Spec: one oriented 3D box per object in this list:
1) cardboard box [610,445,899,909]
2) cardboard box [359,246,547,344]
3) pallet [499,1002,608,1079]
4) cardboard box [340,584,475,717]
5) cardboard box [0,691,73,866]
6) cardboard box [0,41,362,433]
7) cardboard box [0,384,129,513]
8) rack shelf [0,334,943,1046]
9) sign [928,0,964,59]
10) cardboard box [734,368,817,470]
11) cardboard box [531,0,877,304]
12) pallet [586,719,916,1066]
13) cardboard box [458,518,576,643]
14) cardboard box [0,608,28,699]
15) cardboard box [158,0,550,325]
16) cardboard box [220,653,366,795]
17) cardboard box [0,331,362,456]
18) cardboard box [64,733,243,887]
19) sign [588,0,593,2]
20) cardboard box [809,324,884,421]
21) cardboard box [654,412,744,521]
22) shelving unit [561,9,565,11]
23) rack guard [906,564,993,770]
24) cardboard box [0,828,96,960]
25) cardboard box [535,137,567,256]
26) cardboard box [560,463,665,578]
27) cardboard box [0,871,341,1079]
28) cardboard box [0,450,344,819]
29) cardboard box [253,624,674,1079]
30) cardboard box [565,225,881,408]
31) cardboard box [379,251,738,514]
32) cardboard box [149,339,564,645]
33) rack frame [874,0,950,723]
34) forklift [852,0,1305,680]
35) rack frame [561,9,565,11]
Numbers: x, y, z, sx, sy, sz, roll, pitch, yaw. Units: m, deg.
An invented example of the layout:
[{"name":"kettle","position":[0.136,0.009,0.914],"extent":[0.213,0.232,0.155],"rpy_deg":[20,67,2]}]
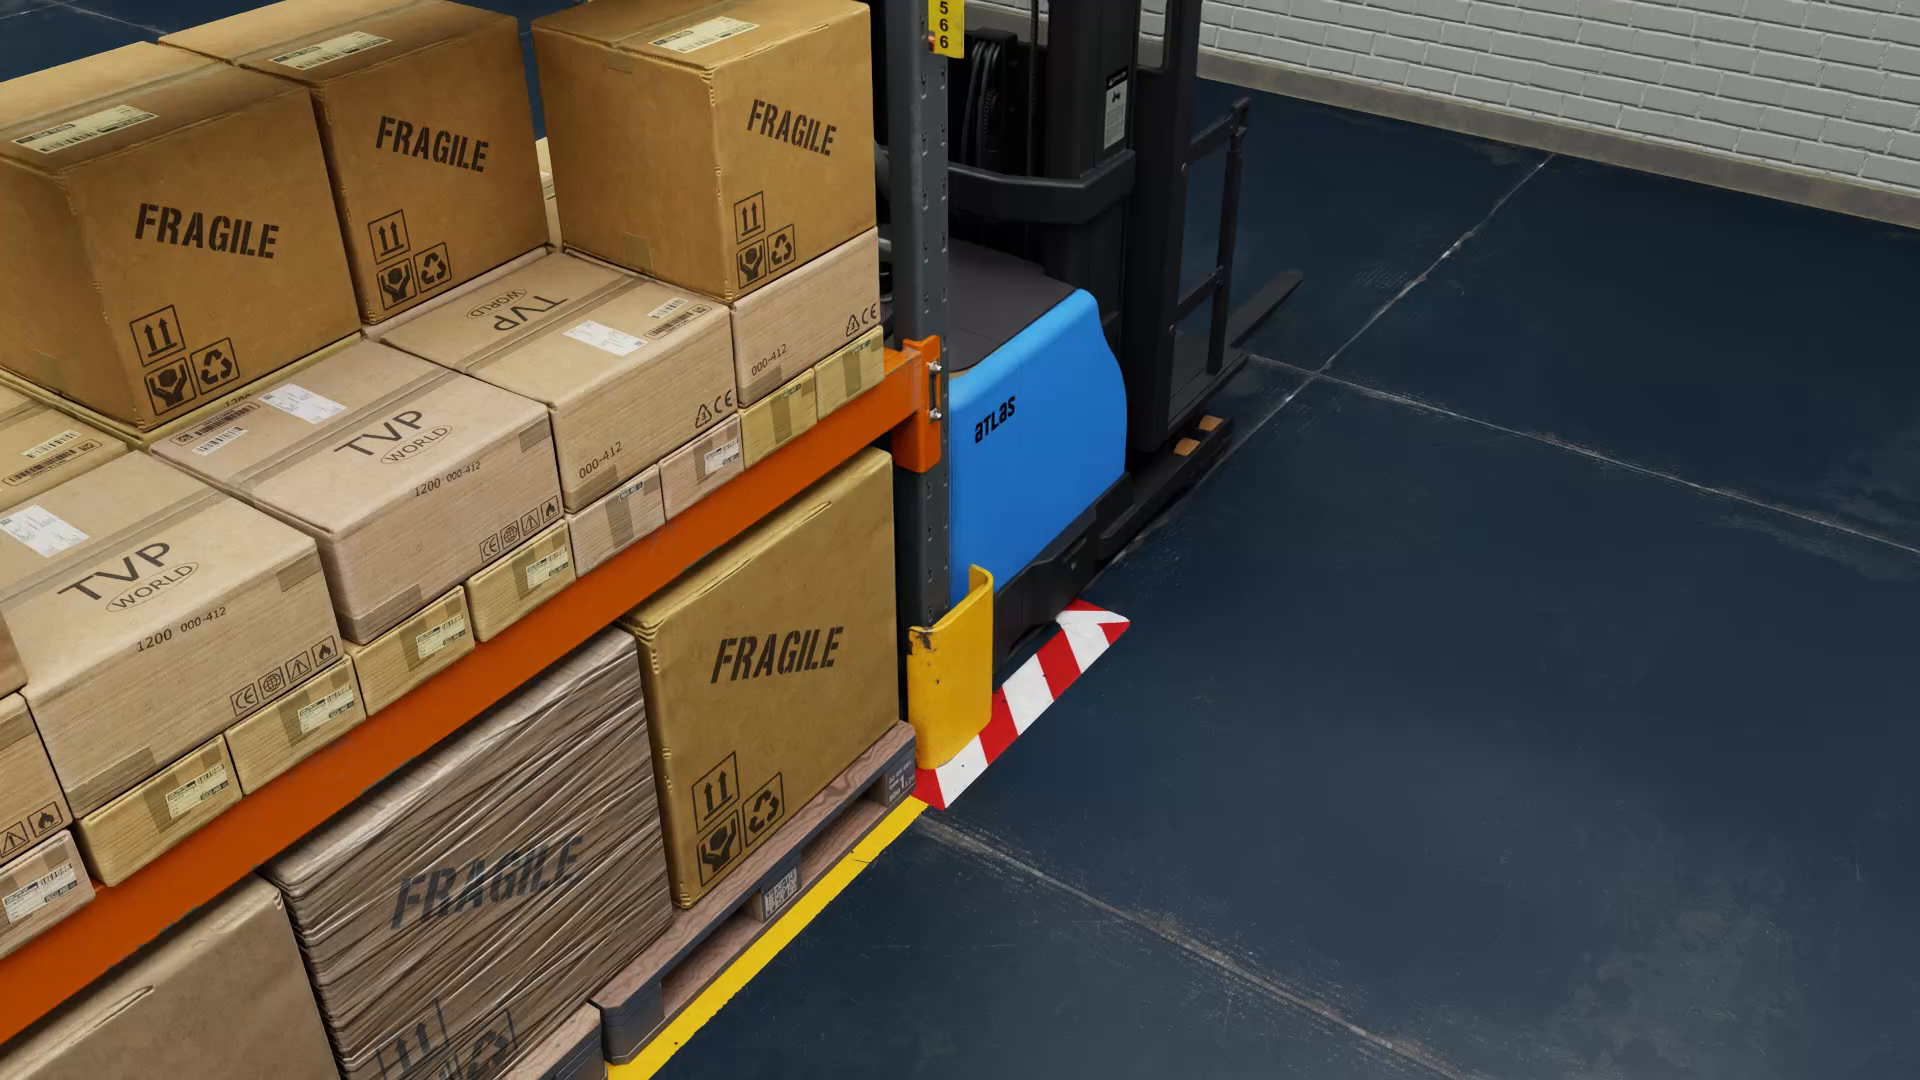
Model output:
[{"name":"cardboard box","position":[-0.771,0.204,4.293],"extent":[0.875,0.875,0.875],"rpy_deg":[21,39,28]},{"name":"cardboard box","position":[-1.258,-0.508,3.692],"extent":[0.500,0.250,0.500],"rpy_deg":[21,39,28]},{"name":"pallet","position":[-1.559,1.285,3.662],"extent":[1.003,0.211,1.213],"rpy_deg":[21,39,28]},{"name":"cardboard box","position":[-1.133,0.140,3.089],"extent":[0.380,0.149,0.250],"rpy_deg":[21,40,28]},{"name":"cardboard box","position":[-1.691,0.357,2.413],"extent":[0.500,0.250,0.500],"rpy_deg":[22,40,29]},{"name":"cardboard box","position":[-1.543,-0.589,3.143],"extent":[0.500,0.500,0.500],"rpy_deg":[20,39,27]},{"name":"cardboard box","position":[-1.841,-0.036,2.994],"extent":[0.500,0.250,0.500],"rpy_deg":[20,39,27]},{"name":"rack shelf","position":[-1.612,0.396,3.129],"extent":[1.077,0.370,4.000],"rpy_deg":[21,39,28]},{"name":"sign","position":[-0.034,-1.221,3.632],"extent":[0.100,0.325,0.005],"rpy_deg":[21,39,28]},{"name":"cardboard box","position":[-0.551,-0.329,3.784],"extent":[0.380,0.149,0.250],"rpy_deg":[22,40,29]},{"name":"cardboard box","position":[-0.533,-0.886,3.582],"extent":[0.500,0.500,0.500],"rpy_deg":[22,40,29]},{"name":"pallet","position":[-0.863,0.725,4.489],"extent":[1.003,0.211,1.213],"rpy_deg":[21,39,28]},{"name":"cardboard box","position":[-0.985,0.021,3.266],"extent":[0.380,0.149,0.250],"rpy_deg":[20,39,27]},{"name":"cardboard box","position":[-1.689,0.043,2.208],"extent":[0.500,0.500,0.500],"rpy_deg":[20,39,27]},{"name":"cardboard box","position":[-1.252,-0.830,3.498],"extent":[0.500,0.500,0.500],"rpy_deg":[20,39,27]},{"name":"cardboard box","position":[-1.276,0.254,2.921],"extent":[0.380,0.149,0.250],"rpy_deg":[22,40,29]},{"name":"cardboard box","position":[-1.547,-0.278,3.351],"extent":[0.500,0.250,0.500],"rpy_deg":[20,39,27]},{"name":"cardboard box","position":[-1.423,0.374,2.743],"extent":[0.380,0.149,0.250],"rpy_deg":[20,39,27]},{"name":"sign","position":[-0.924,-1.394,4.290],"extent":[0.100,0.325,0.005],"rpy_deg":[21,39,28]},{"name":"cardboard box","position":[-0.404,-0.450,3.961],"extent":[0.380,0.149,0.250],"rpy_deg":[22,40,29]},{"name":"cardboard box","position":[-0.696,-0.214,3.613],"extent":[0.380,0.149,0.250],"rpy_deg":[21,40,28]},{"name":"shelving unit","position":[-0.594,-0.486,4.784],"extent":[0.503,2.100,0.431],"rpy_deg":[-16,34,-8]},{"name":"rack guard","position":[-0.458,0.202,5.005],"extent":[1.175,0.500,0.348],"rpy_deg":[21,39,28]},{"name":"cardboard box","position":[-1.572,0.496,2.564],"extent":[0.380,0.149,0.250],"rpy_deg":[22,40,29]},{"name":"cardboard box","position":[-0.967,-0.749,4.048],"extent":[0.500,0.250,0.500],"rpy_deg":[20,39,27]},{"name":"cardboard box","position":[-0.839,-0.099,3.443],"extent":[0.380,0.149,0.250],"rpy_deg":[22,40,29]},{"name":"cardboard box","position":[-1.797,1.032,3.068],"extent":[0.875,0.875,0.875],"rpy_deg":[21,39,28]},{"name":"cardboard box","position":[-1.403,0.133,2.745],"extent":[0.500,0.250,0.500],"rpy_deg":[21,40,28]},{"name":"cardboard box","position":[-1.290,0.622,3.674],"extent":[0.875,0.875,0.875],"rpy_deg":[21,39,28]},{"name":"cardboard box","position":[-0.530,-0.576,3.792],"extent":[0.500,0.250,0.500],"rpy_deg":[21,39,27]},{"name":"cardboard box","position":[-0.820,-0.343,3.448],"extent":[0.500,0.250,0.500],"rpy_deg":[21,39,27]},{"name":"cardboard box","position":[-1.110,-0.108,3.101],"extent":[0.500,0.250,0.500],"rpy_deg":[20,39,27]},{"name":"rack frame","position":[-0.472,-0.823,4.289],"extent":[1.000,3.000,0.127],"rpy_deg":[21,39,28]},{"name":"forklift","position":[0.359,-1.548,5.422],"extent":[1.130,2.935,3.031],"rpy_deg":[20,39,27]},{"name":"rack frame","position":[-0.826,-0.420,4.749],"extent":[0.015,2.100,0.400],"rpy_deg":[-16,34,-8]}]
